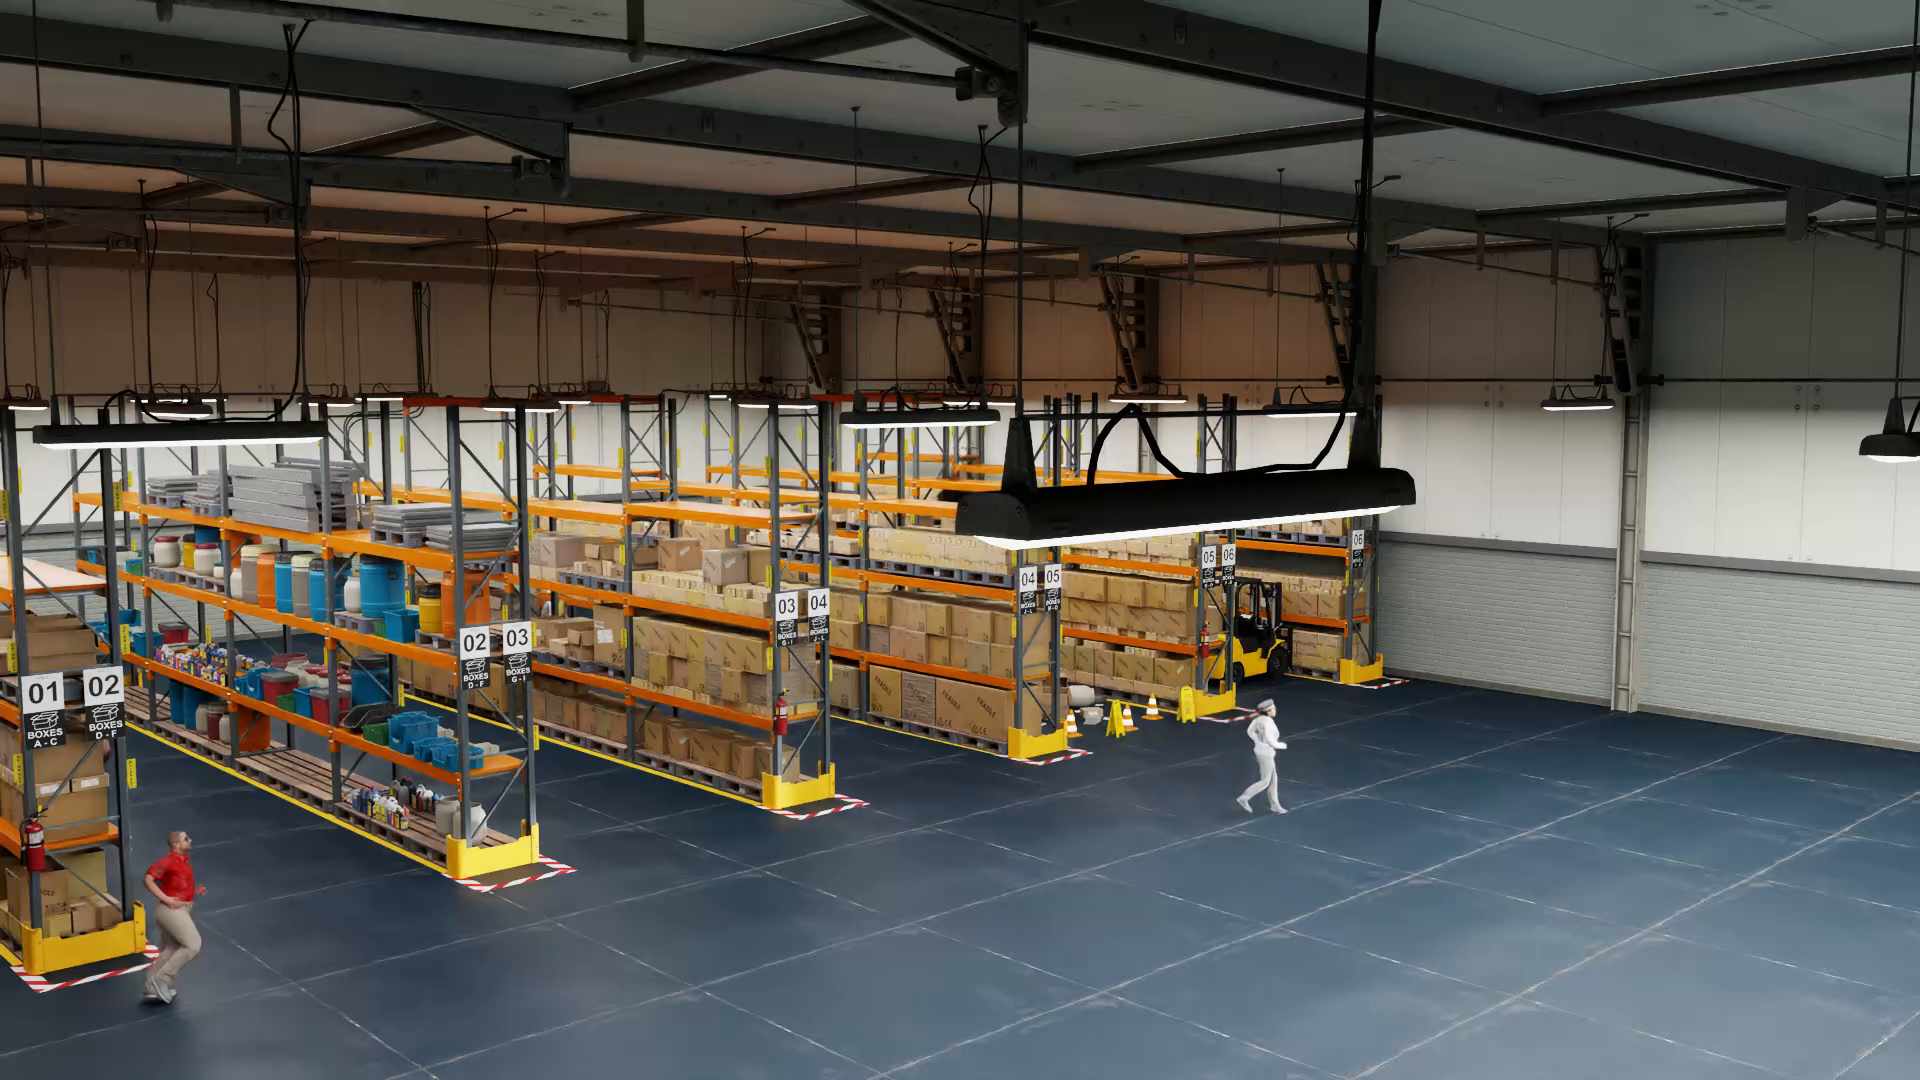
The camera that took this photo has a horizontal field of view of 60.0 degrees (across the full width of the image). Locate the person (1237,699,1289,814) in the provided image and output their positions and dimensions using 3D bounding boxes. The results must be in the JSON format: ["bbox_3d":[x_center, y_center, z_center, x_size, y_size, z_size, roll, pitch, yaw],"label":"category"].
[{"bbox_3d":[4.404,3.157,24.178,0.815,1.712,0.637,-1,6,-7],"label":"person"}]

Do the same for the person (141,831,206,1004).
[{"bbox_3d":[-8.082,3.846,17.112,0.617,1.673,0.738,-2,6,-17],"label":"person"}]

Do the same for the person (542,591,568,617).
[{"bbox_3d":[-8.812,1.939,36.258,0.674,1.818,0.910,-4,7,-35],"label":"person"}]

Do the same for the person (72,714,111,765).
[{"bbox_3d":[-13.505,2.998,25.921,0.549,1.628,0.567,4,7,38],"label":"person"}]
